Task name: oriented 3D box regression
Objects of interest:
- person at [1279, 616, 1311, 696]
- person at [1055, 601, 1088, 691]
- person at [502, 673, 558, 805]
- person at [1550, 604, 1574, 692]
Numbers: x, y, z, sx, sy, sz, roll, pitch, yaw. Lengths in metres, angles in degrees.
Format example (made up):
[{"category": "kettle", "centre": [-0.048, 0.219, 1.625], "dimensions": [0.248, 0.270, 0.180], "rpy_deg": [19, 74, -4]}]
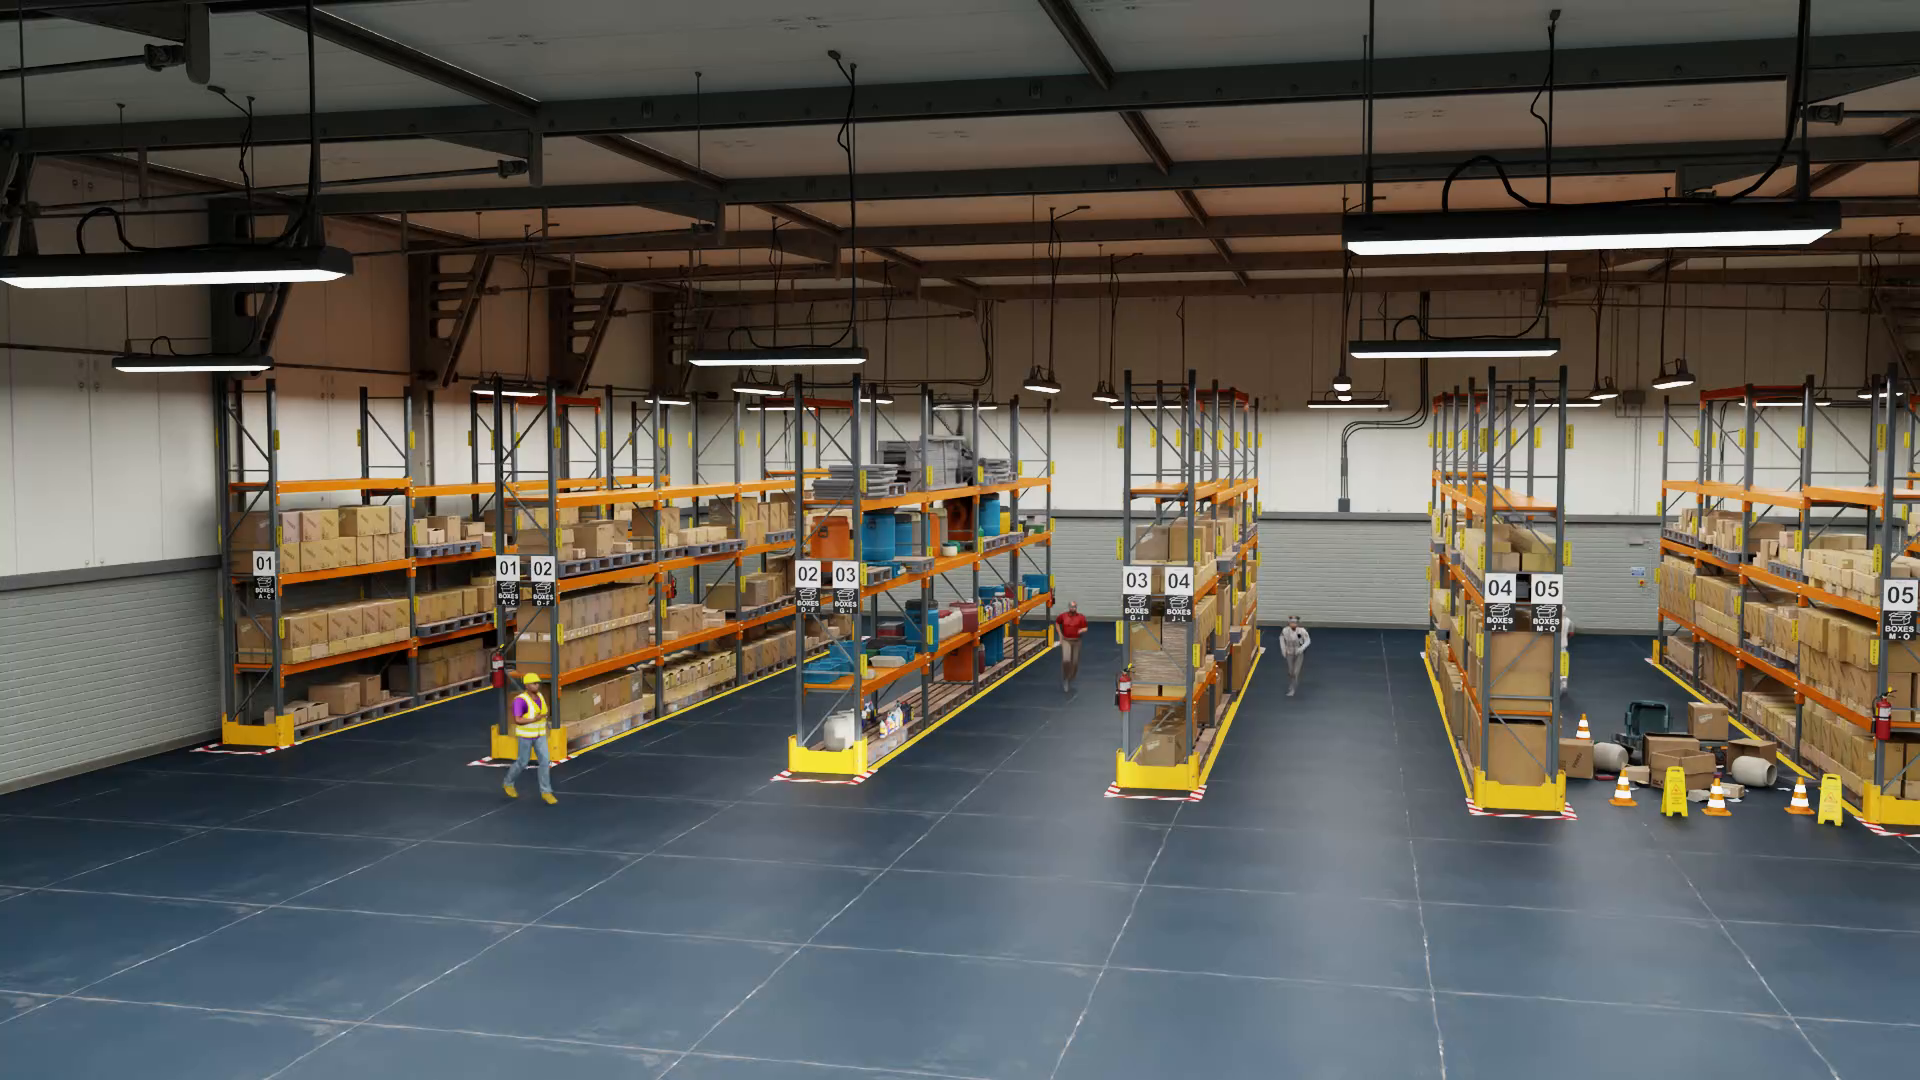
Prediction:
[{"category": "person", "centre": [6.578, 2.260, 32.664], "dimensions": [0.611, 1.622, 0.726], "rpy_deg": [1, 4, 16]}, {"category": "person", "centre": [2.226, 2.103, 33.098], "dimensions": [0.635, 1.784, 0.764], "rpy_deg": [0, 3, -3]}, {"category": "person", "centre": [-5.928, 2.715, 22.908], "dimensions": [0.950, 1.781, 0.688], "rpy_deg": [2, 4, 33]}, {"category": "person", "centre": [11.803, 2.131, 32.903], "dimensions": [0.671, 1.783, 0.884], "rpy_deg": [1, 4, 15]}]
